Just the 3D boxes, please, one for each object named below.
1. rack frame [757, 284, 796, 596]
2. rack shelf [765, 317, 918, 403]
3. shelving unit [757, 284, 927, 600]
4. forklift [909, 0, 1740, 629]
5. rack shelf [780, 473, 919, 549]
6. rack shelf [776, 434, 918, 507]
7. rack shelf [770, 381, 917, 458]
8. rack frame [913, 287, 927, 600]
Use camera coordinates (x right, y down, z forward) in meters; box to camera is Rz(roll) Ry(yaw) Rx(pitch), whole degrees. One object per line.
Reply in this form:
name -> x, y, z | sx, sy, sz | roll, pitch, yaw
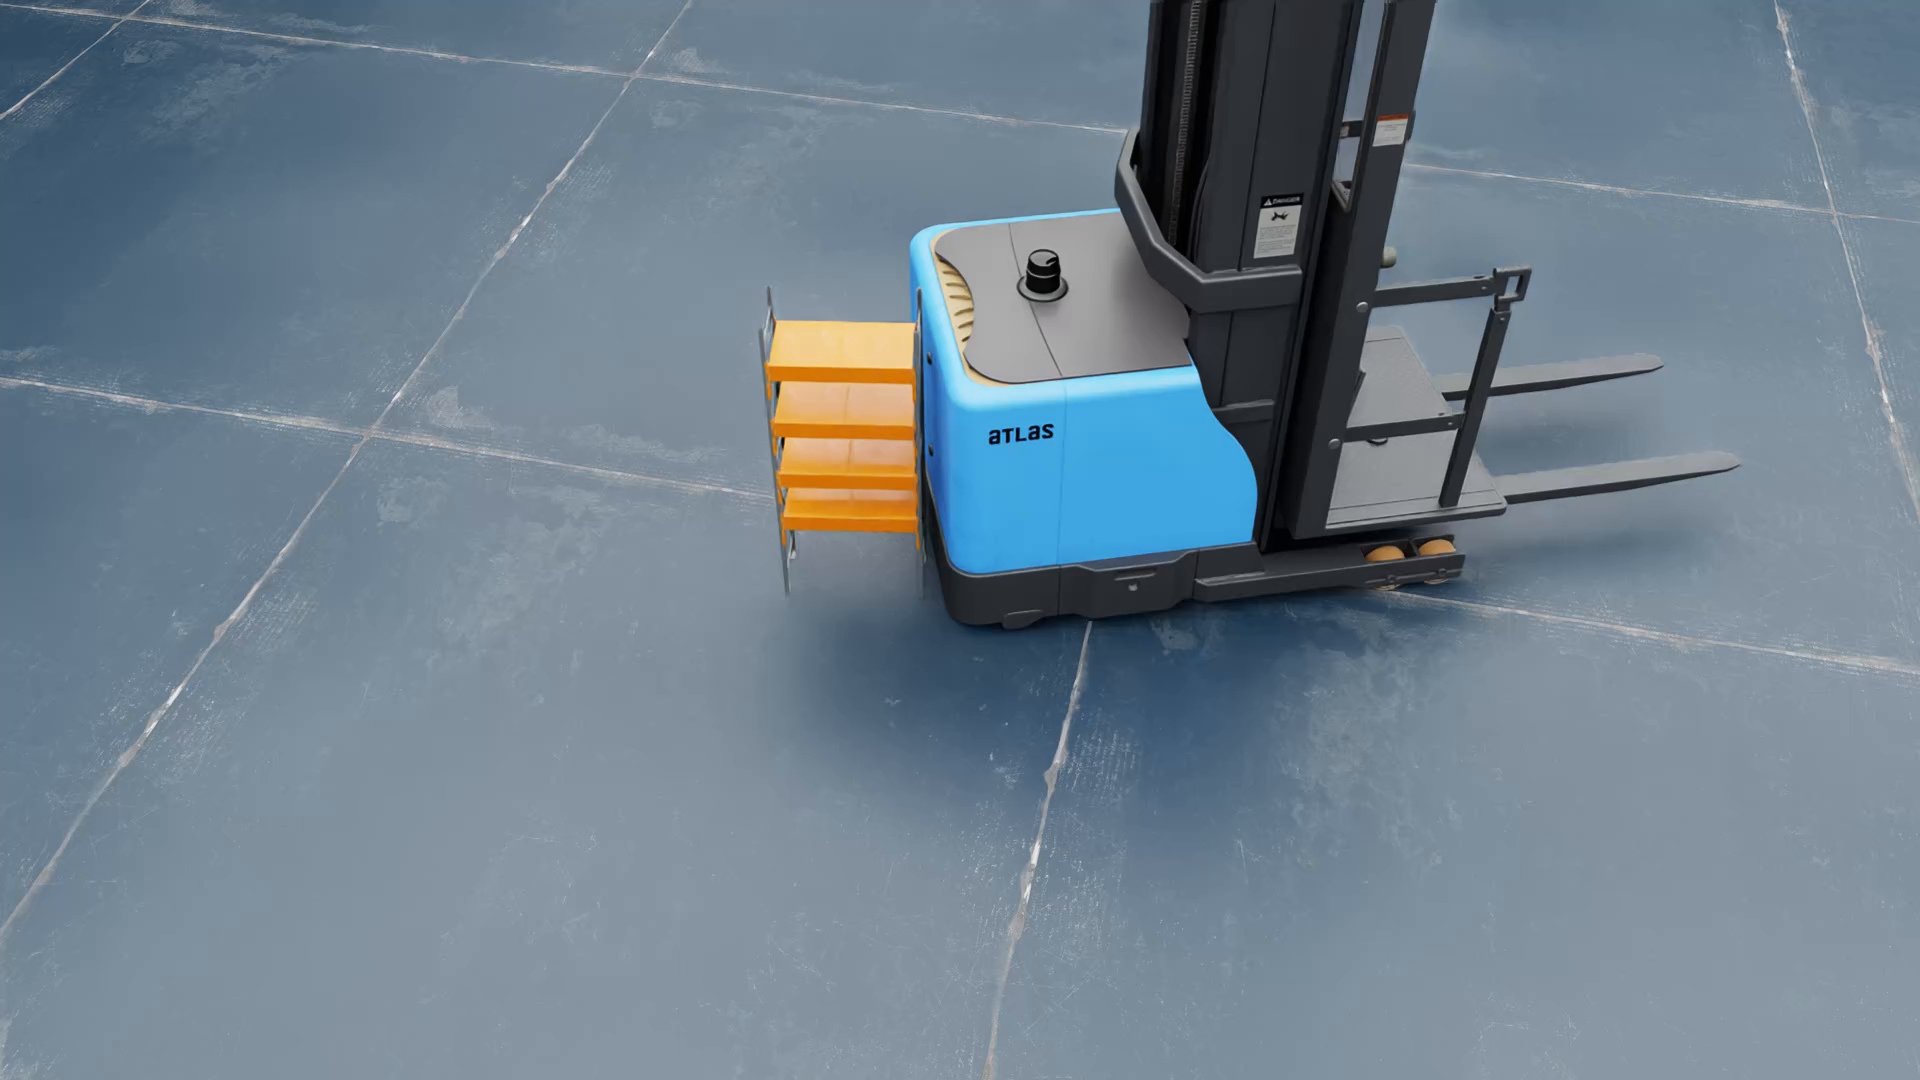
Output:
rack frame -> -0.623, -0.311, 5.708 | 0.015, 1.200, 0.240 | 1, 44, 1
rack shelf -> -0.379, -0.588, 5.429 | 0.480, 0.148, 0.258 | 1, 44, 1
shelving unit -> -0.379, -0.305, 5.702 | 0.503, 1.200, 0.258 | 1, 44, 1
forklift -> 1.375, -1.229, 5.414 | 3.031, 2.935, 1.130 | -7, 44, -7
rack shelf -> -0.379, -0.114, 5.886 | 0.480, 0.148, 0.258 | 1, 44, 1
rack shelf -> -0.379, -0.257, 5.749 | 0.480, 0.148, 0.258 | 1, 44, 1
rack shelf -> -0.379, -0.418, 5.593 | 0.480, 0.148, 0.258 | 1, 44, 1
rack frame -> -0.135, -0.299, 5.696 | 0.015, 1.200, 0.240 | 1, 44, 1
